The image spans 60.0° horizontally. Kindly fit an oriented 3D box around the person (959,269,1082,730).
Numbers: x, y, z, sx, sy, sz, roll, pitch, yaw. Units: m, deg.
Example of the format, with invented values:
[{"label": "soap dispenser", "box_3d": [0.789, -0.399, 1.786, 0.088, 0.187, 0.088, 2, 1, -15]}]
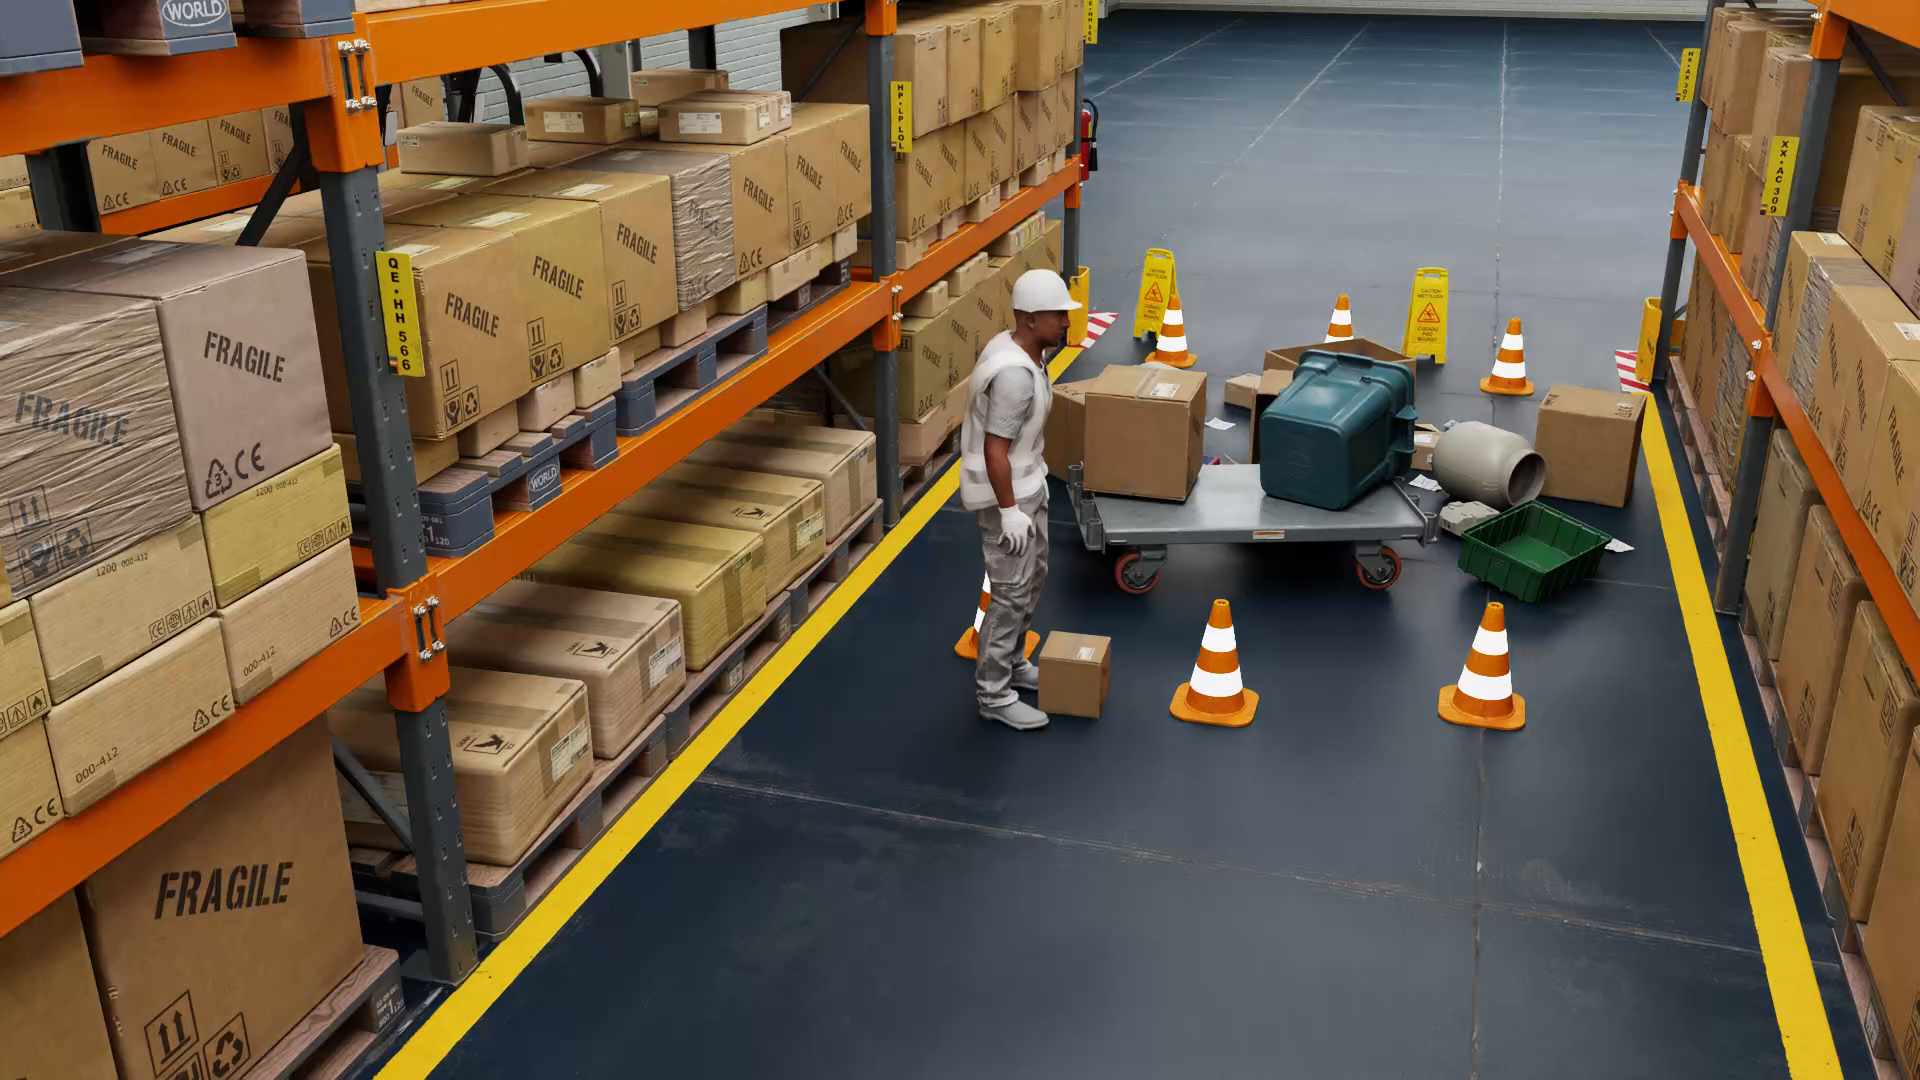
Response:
[{"label": "person", "box_3d": [0.232, -0.177, 6.518, 0.450, 1.773, 0.627, 5, 22, 11]}]
